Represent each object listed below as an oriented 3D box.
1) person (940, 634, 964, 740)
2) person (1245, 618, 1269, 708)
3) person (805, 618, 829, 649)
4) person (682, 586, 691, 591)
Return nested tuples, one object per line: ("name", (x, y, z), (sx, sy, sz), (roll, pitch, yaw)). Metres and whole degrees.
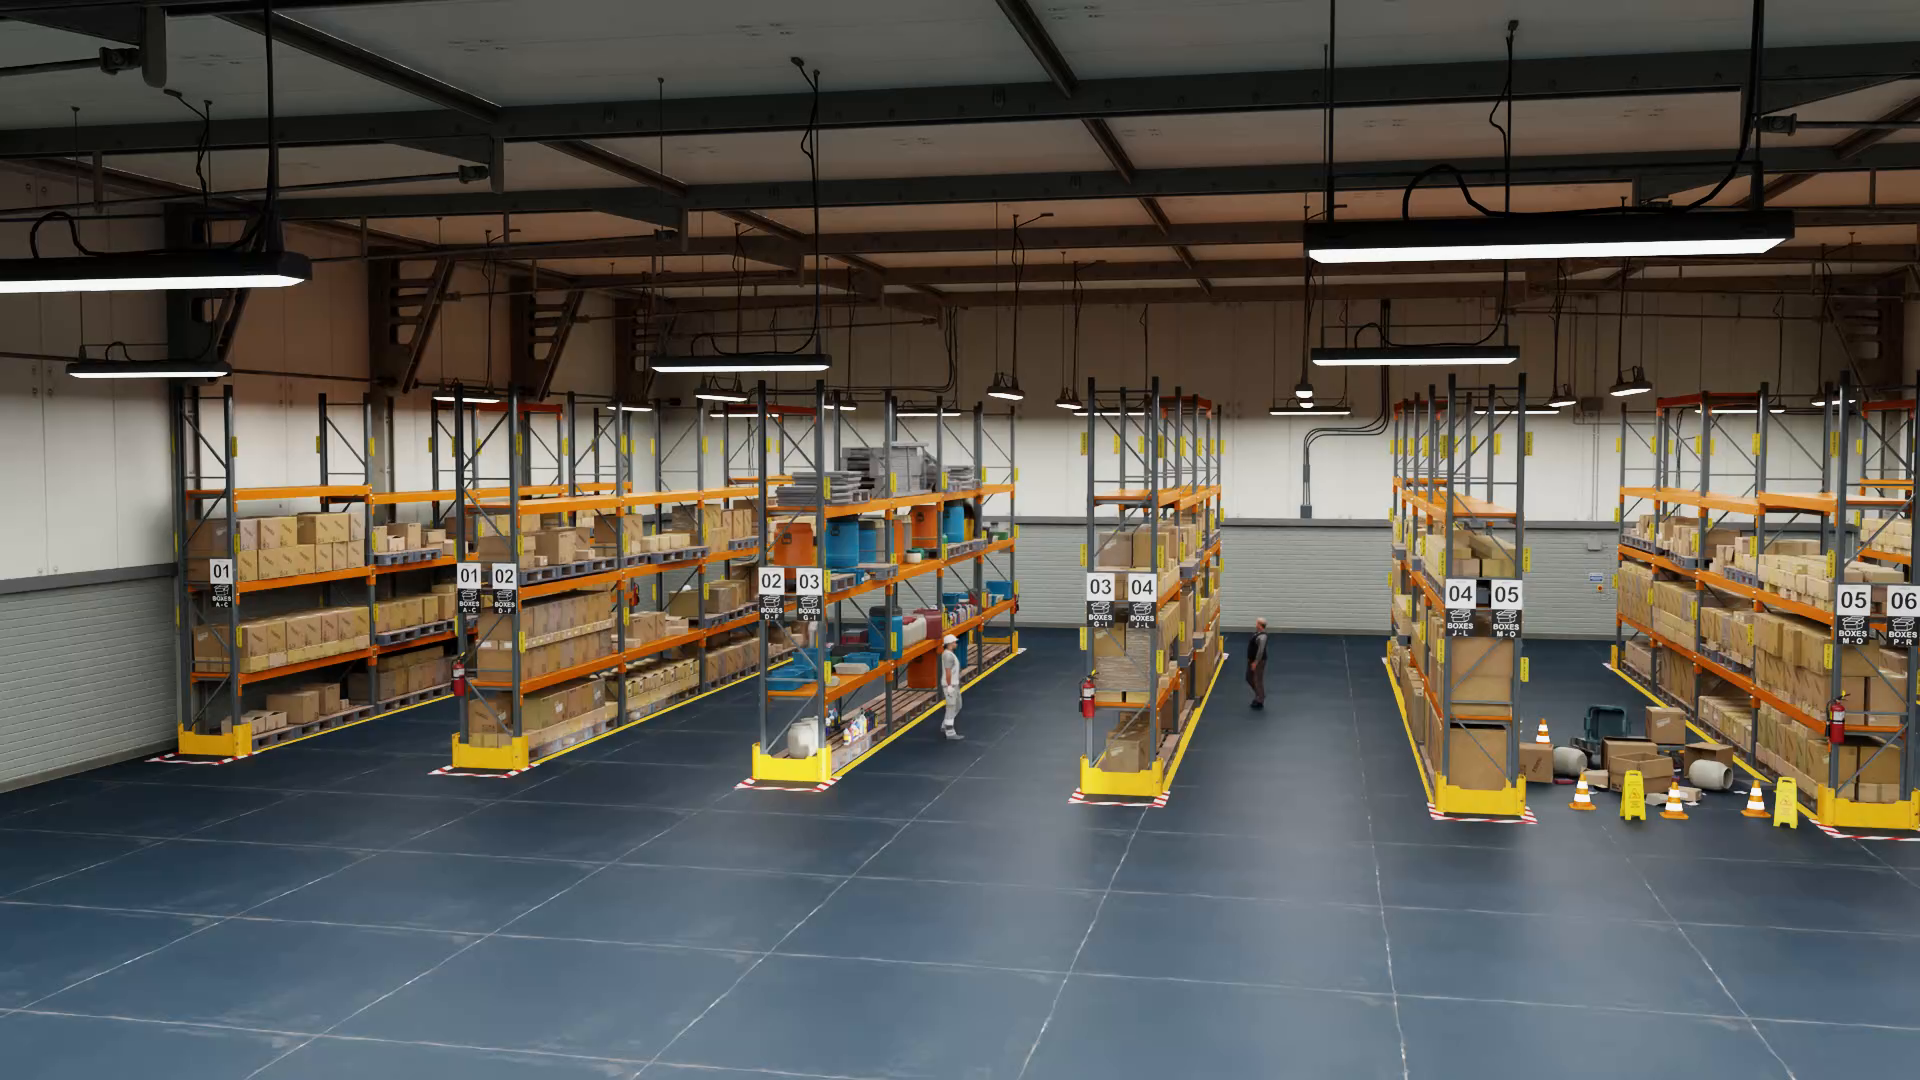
("person", (-0.137, 2.514, 28.502), (0.421, 1.796, 0.612), (0, 3, 1))
("person", (5.740, 2.352, 32.095), (0.432, 1.728, 0.630), (0, 3, -8))
("person", (-3.140, 1.990, 36.695), (0.543, 1.642, 0.931), (0, 3, 6))
("person", (-6.270, 1.955, 38.620), (0.604, 1.782, 0.631), (-1, 3, -24))
